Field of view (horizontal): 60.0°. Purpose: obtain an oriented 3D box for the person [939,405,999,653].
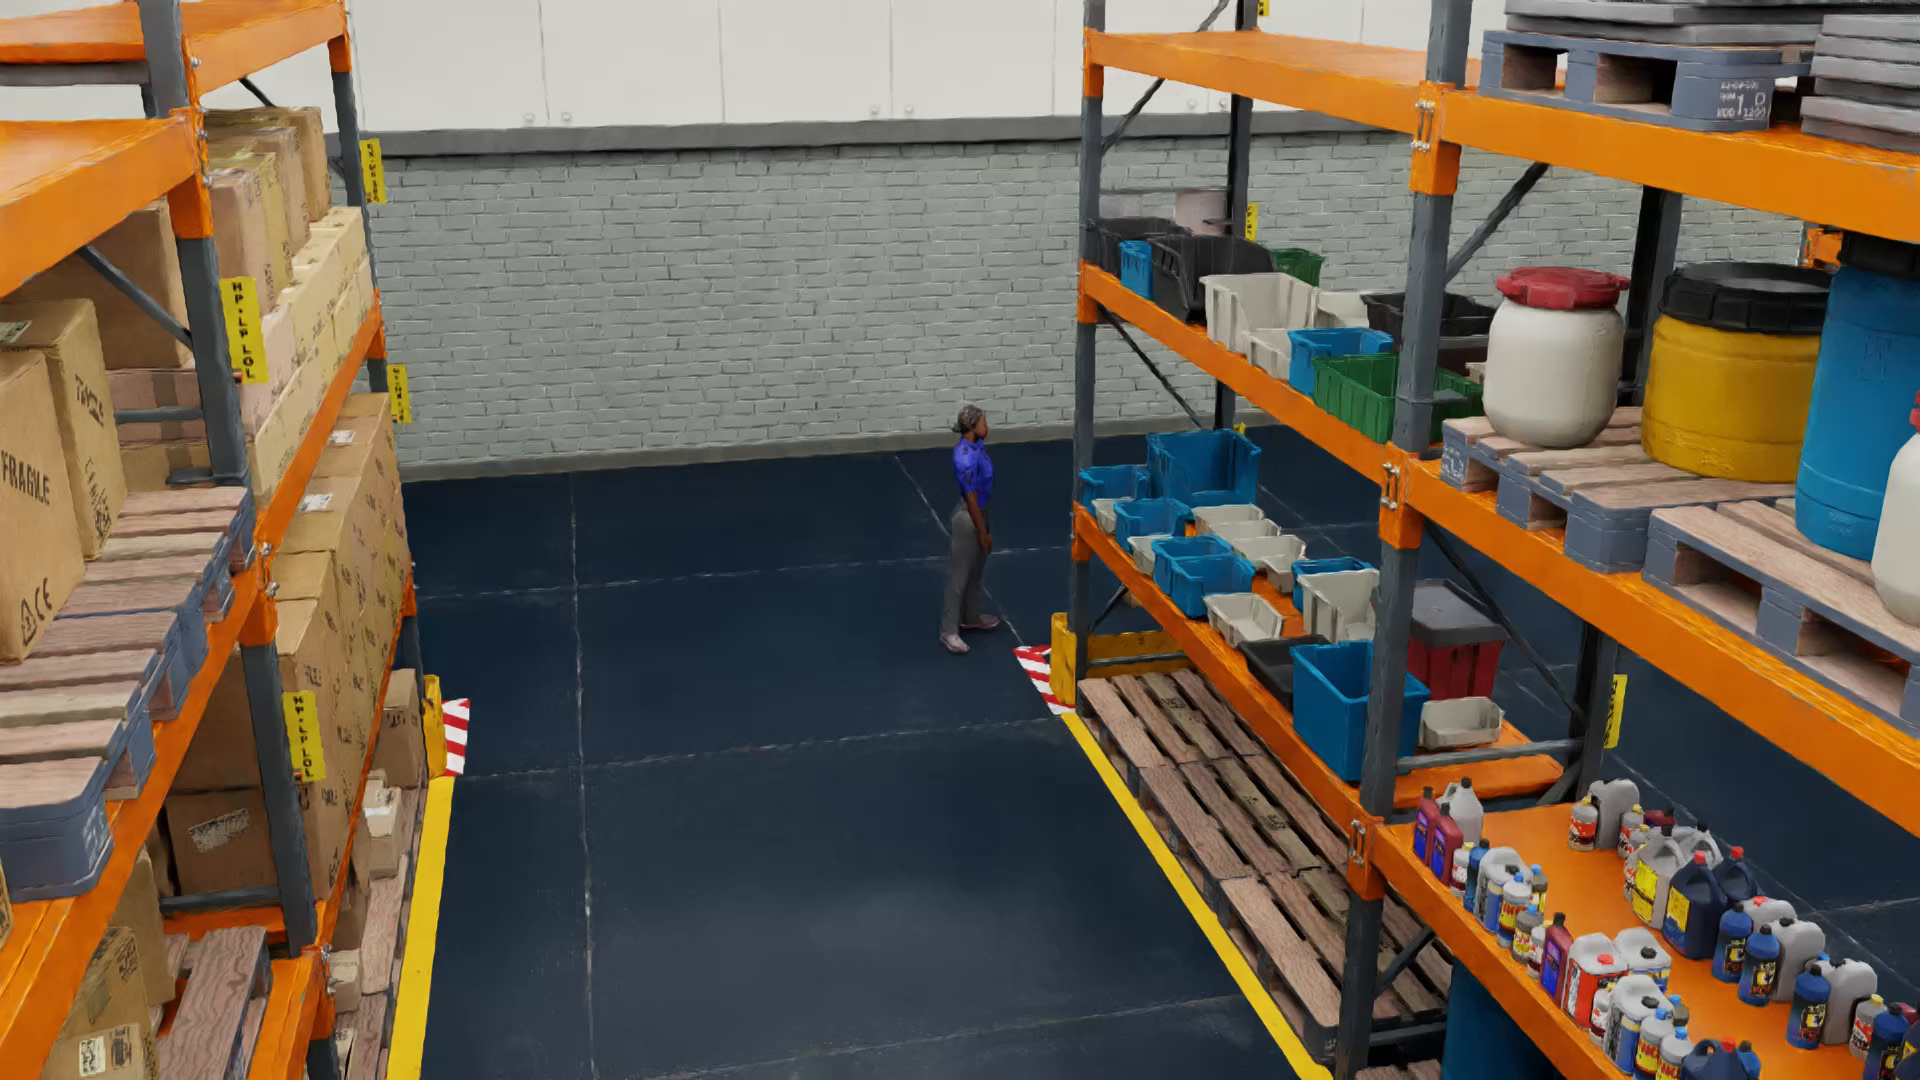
[{"bbox_3d":[0.062,-0.099,11.312,0.384,1.666,0.613,3,20,7],"label":"person"}]
